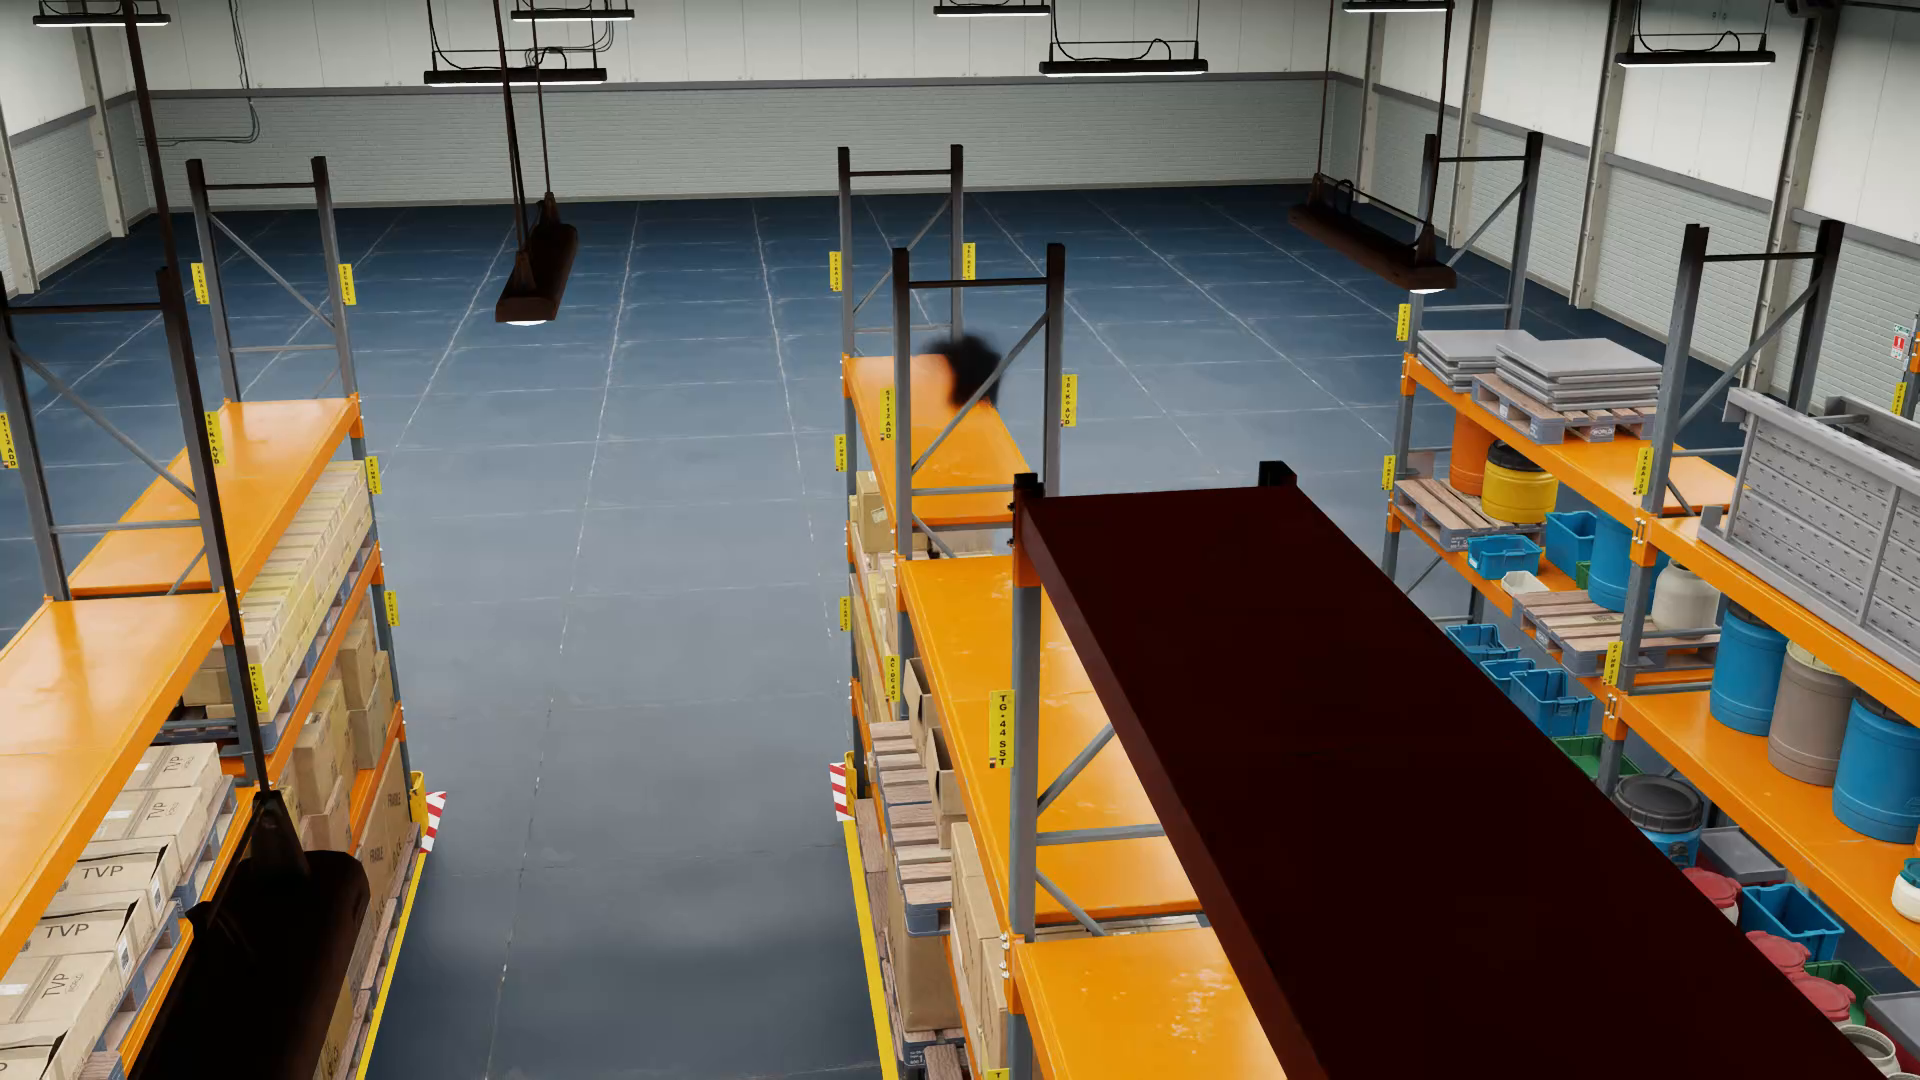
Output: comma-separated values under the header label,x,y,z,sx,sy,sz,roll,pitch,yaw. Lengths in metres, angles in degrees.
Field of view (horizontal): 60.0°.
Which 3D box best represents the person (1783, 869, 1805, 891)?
label,x,y,z,sx,sy,sz,roll,pitch,yaw
person,6.580,2.627,13.020,0.614,1.566,0.945,0,22,1
